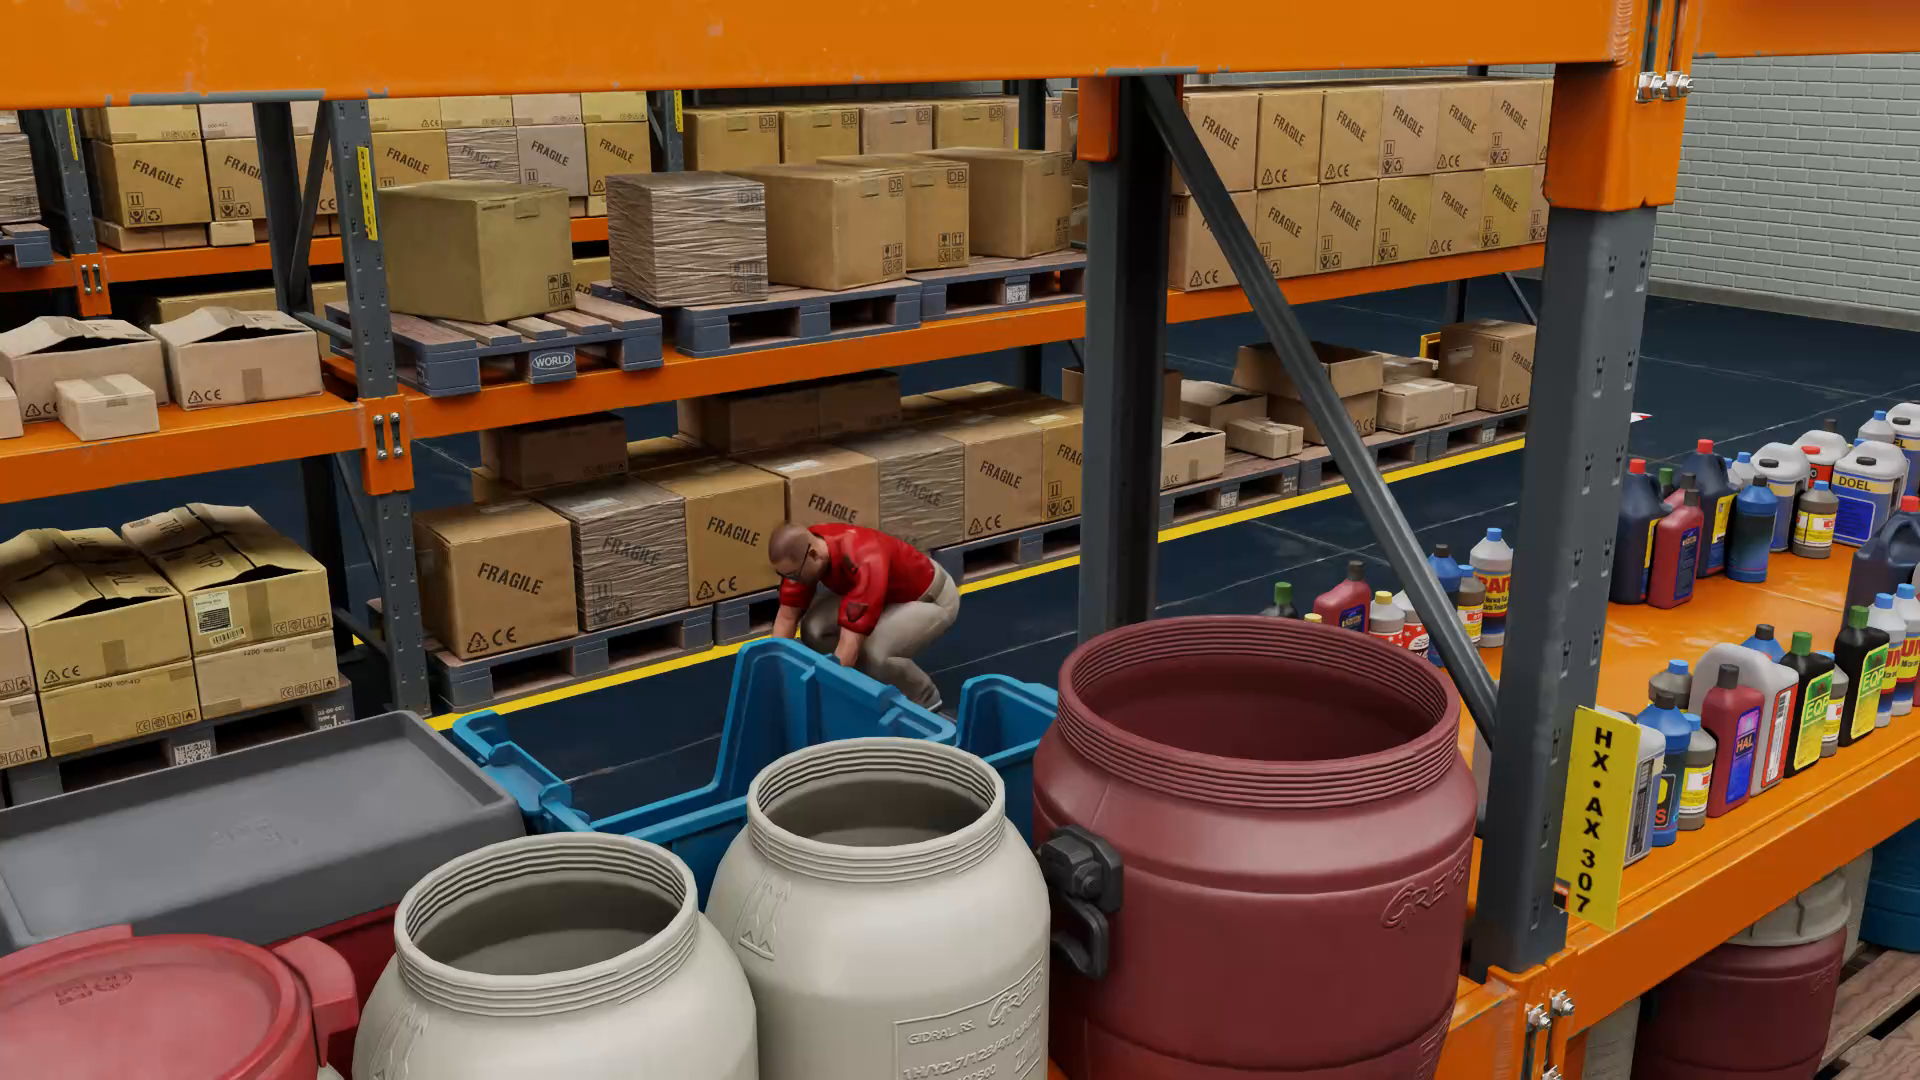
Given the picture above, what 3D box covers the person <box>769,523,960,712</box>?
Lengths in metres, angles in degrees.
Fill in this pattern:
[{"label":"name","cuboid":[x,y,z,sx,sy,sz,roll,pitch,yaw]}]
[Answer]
[{"label":"person","cuboid":[-0.399,0.293,6.563,0.879,0.887,0.561,-13,22,-36]}]
